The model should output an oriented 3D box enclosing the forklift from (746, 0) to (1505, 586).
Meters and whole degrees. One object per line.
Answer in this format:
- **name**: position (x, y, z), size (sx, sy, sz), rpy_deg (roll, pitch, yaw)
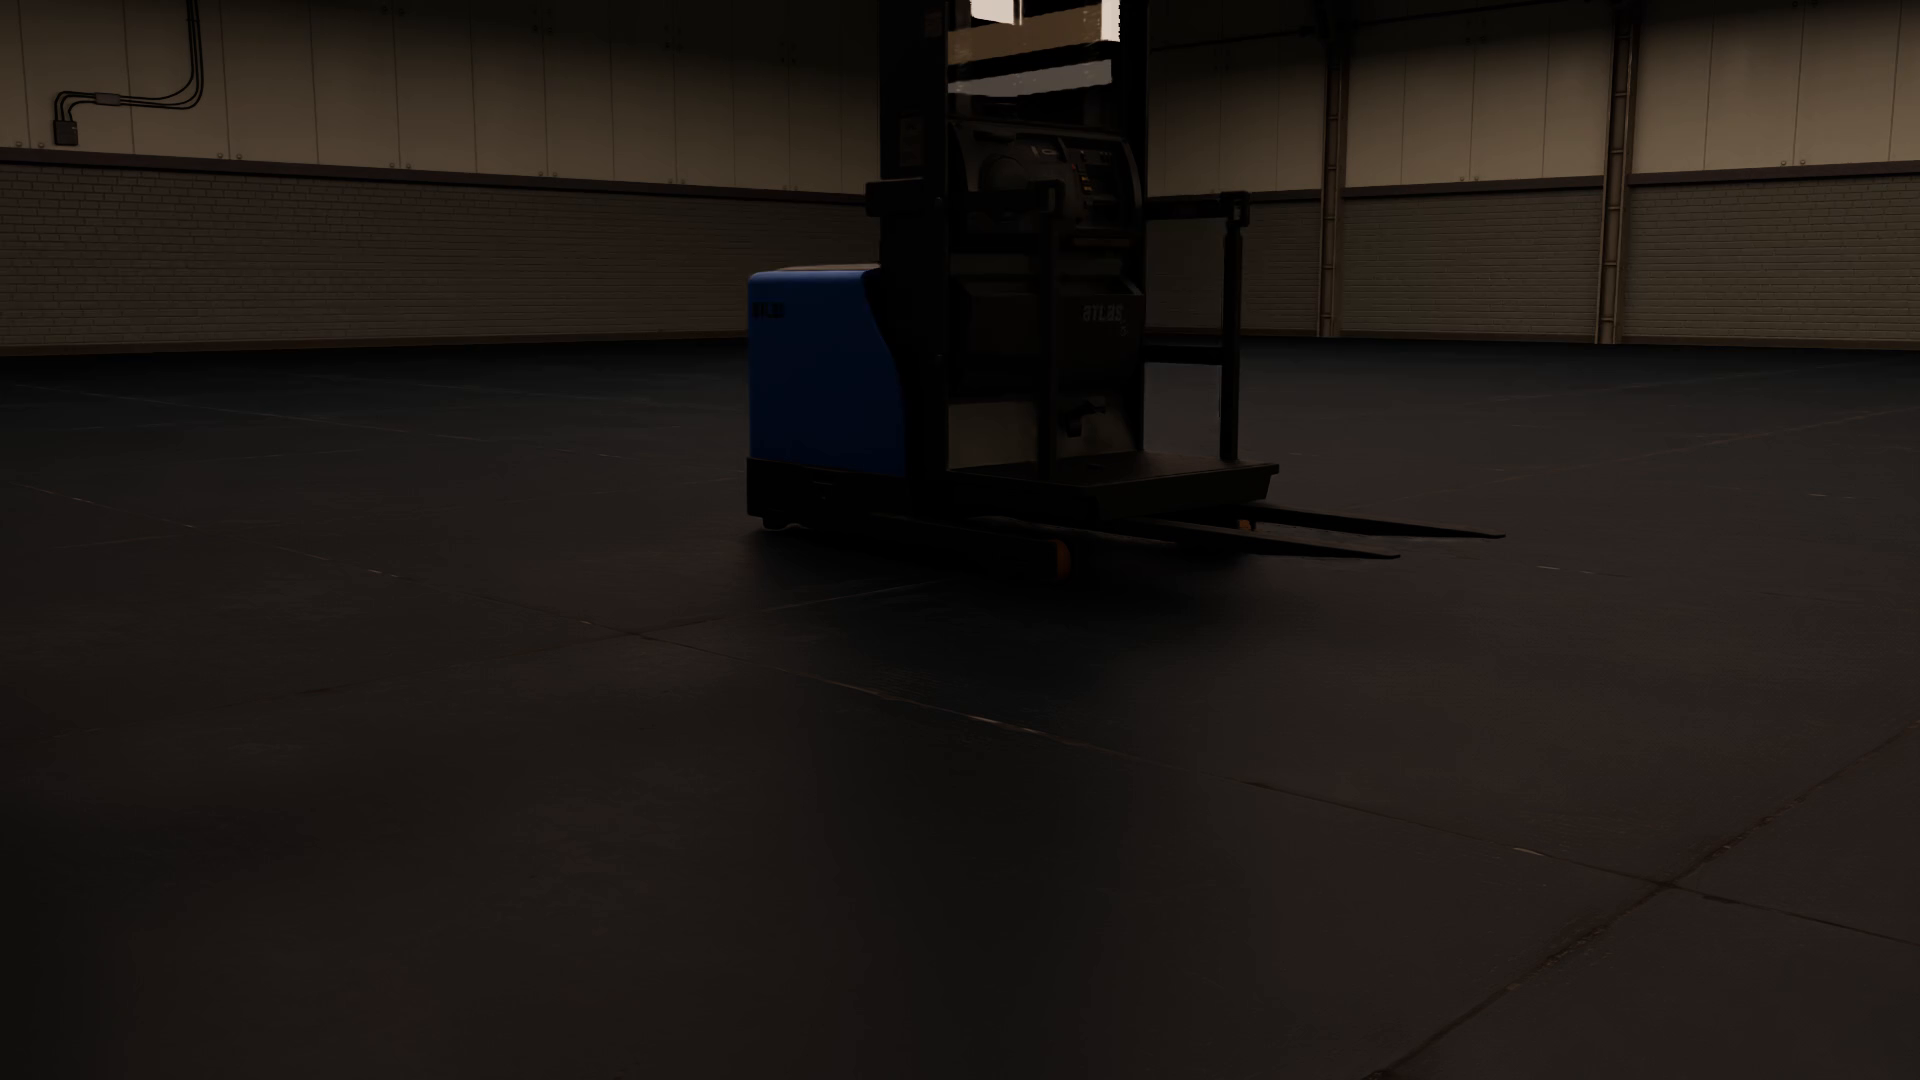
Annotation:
- **forklift**: position (0.478, -1.378, 6.022), size (1.130, 2.935, 3.031), rpy_deg (-8, 12, -42)
